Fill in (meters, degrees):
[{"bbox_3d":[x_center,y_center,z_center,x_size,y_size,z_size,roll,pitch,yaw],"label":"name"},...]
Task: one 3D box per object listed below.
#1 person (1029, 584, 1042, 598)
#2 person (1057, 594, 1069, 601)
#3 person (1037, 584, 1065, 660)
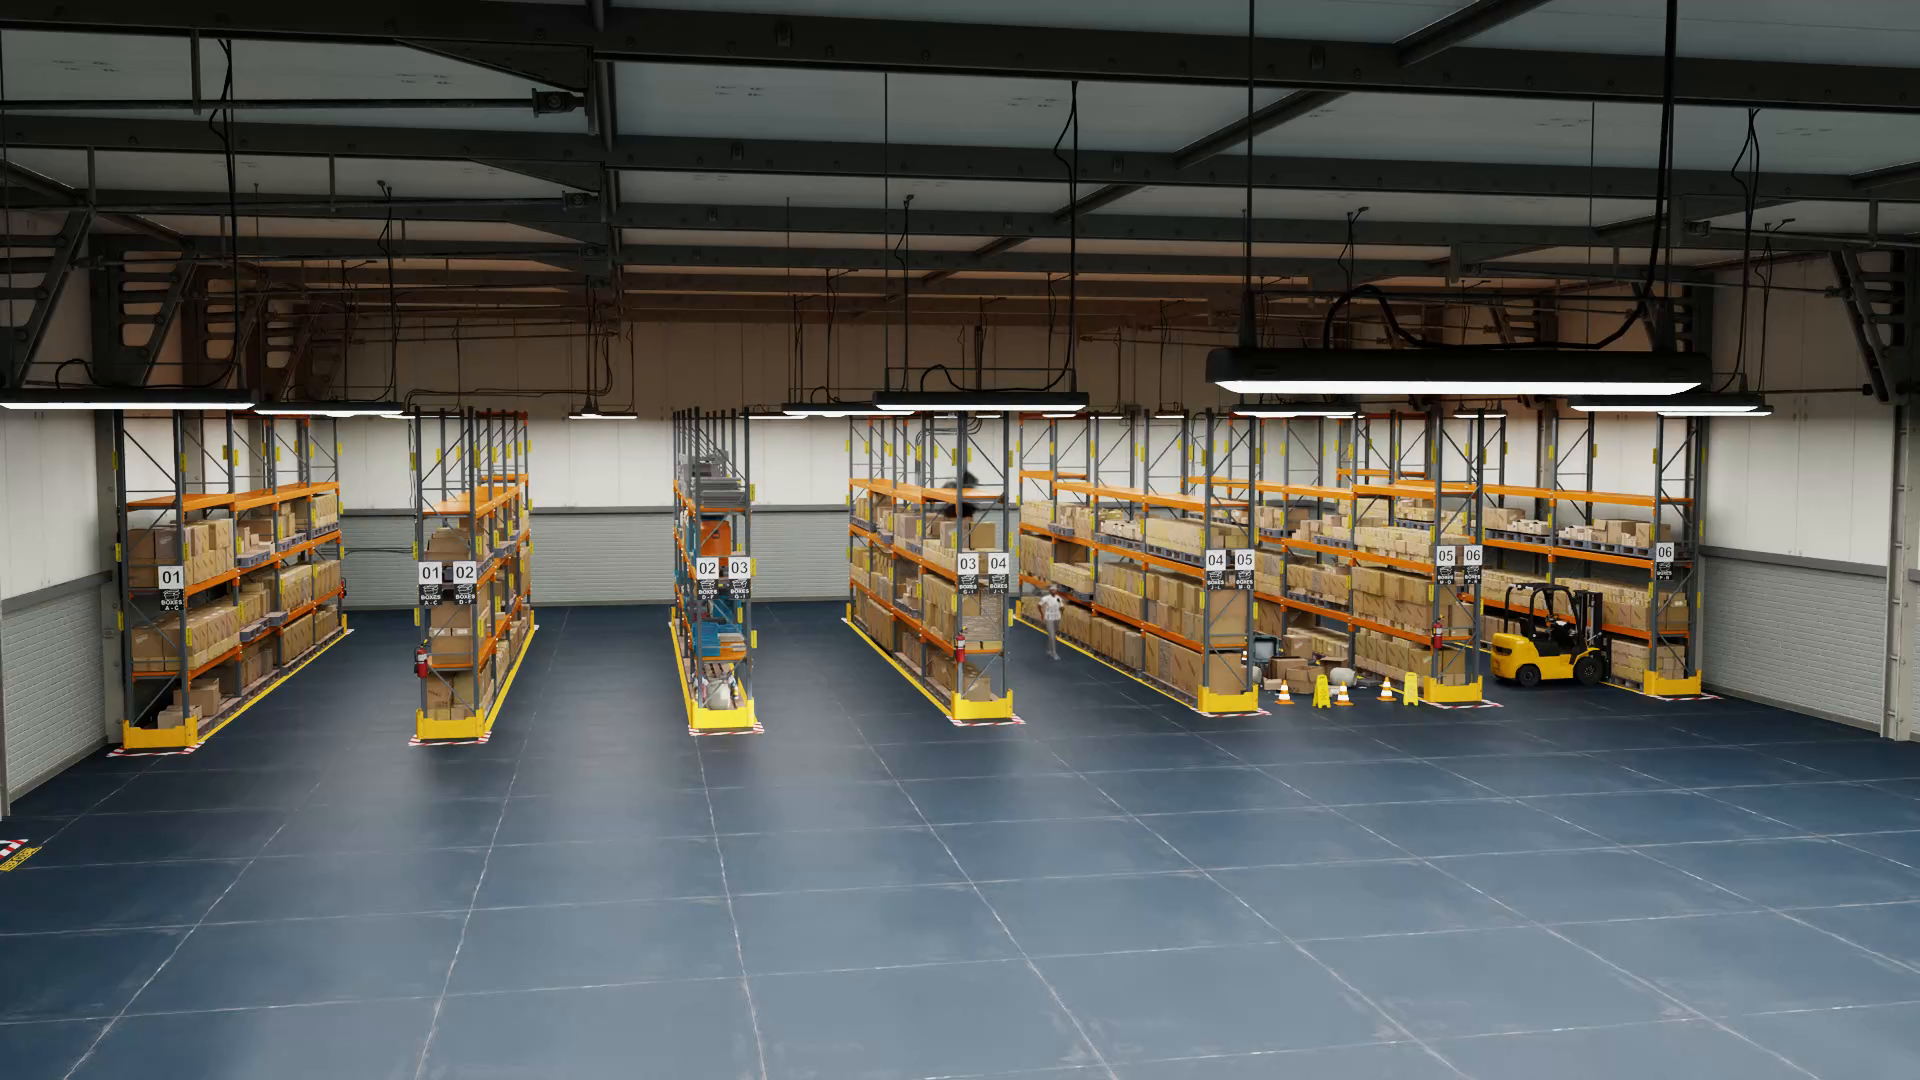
[{"bbox_3d":[2.359,1.339,49.776,0.607,1.723,0.705,1,4,14],"label":"person"},{"bbox_3d":[2.888,1.299,50.279,0.954,1.668,0.577,-2,4,-25],"label":"person"},{"bbox_3d":[2.136,1.864,38.208,0.569,1.728,0.848,-2,4,-24],"label":"person"}]
